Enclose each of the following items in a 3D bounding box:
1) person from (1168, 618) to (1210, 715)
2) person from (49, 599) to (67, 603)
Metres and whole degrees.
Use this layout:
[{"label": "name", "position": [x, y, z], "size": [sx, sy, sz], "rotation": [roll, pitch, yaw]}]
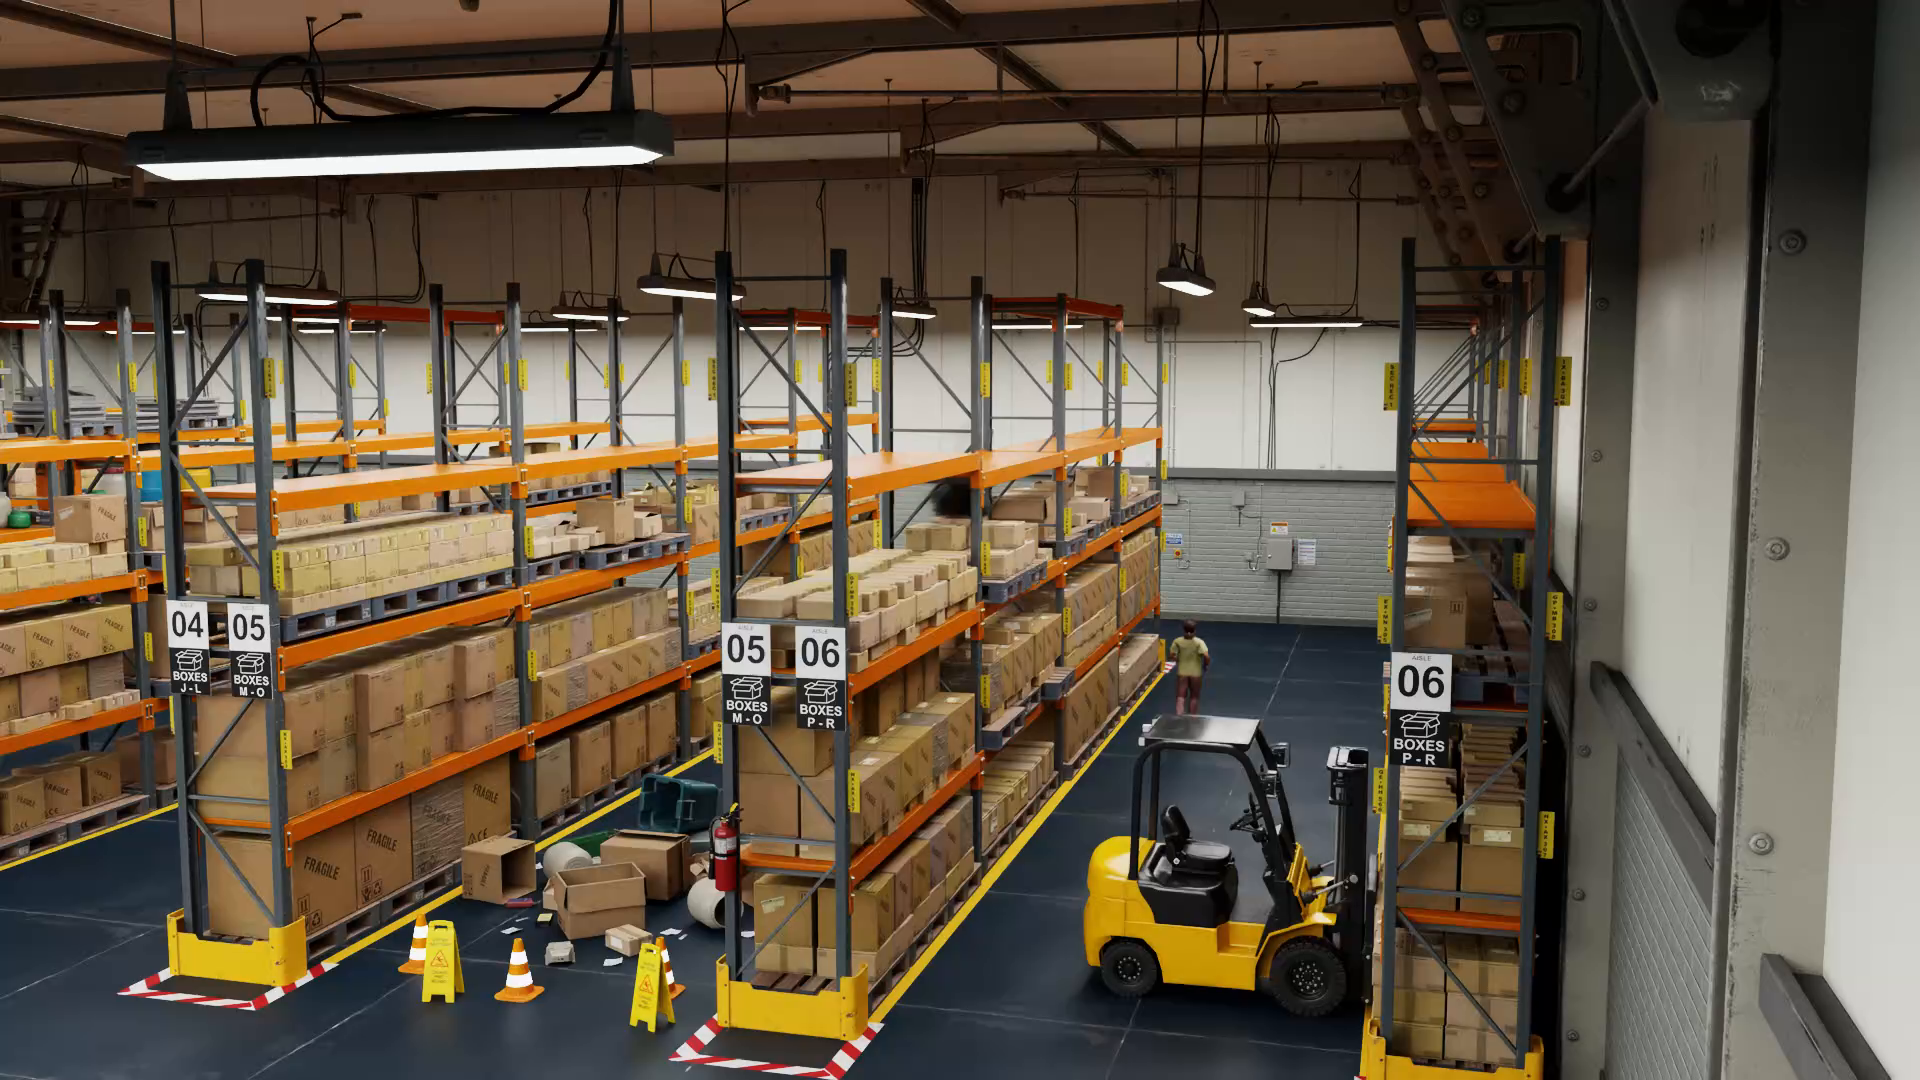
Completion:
[{"label": "person", "position": [3.202, 1.900, 23.202], "size": [0.588, 1.634, 0.793], "rotation": [1, 6, 14]}, {"label": "person", "position": [-15.322, 1.346, 27.910], "size": [0.635, 1.727, 0.564], "rotation": [1, 6, 11]}]
